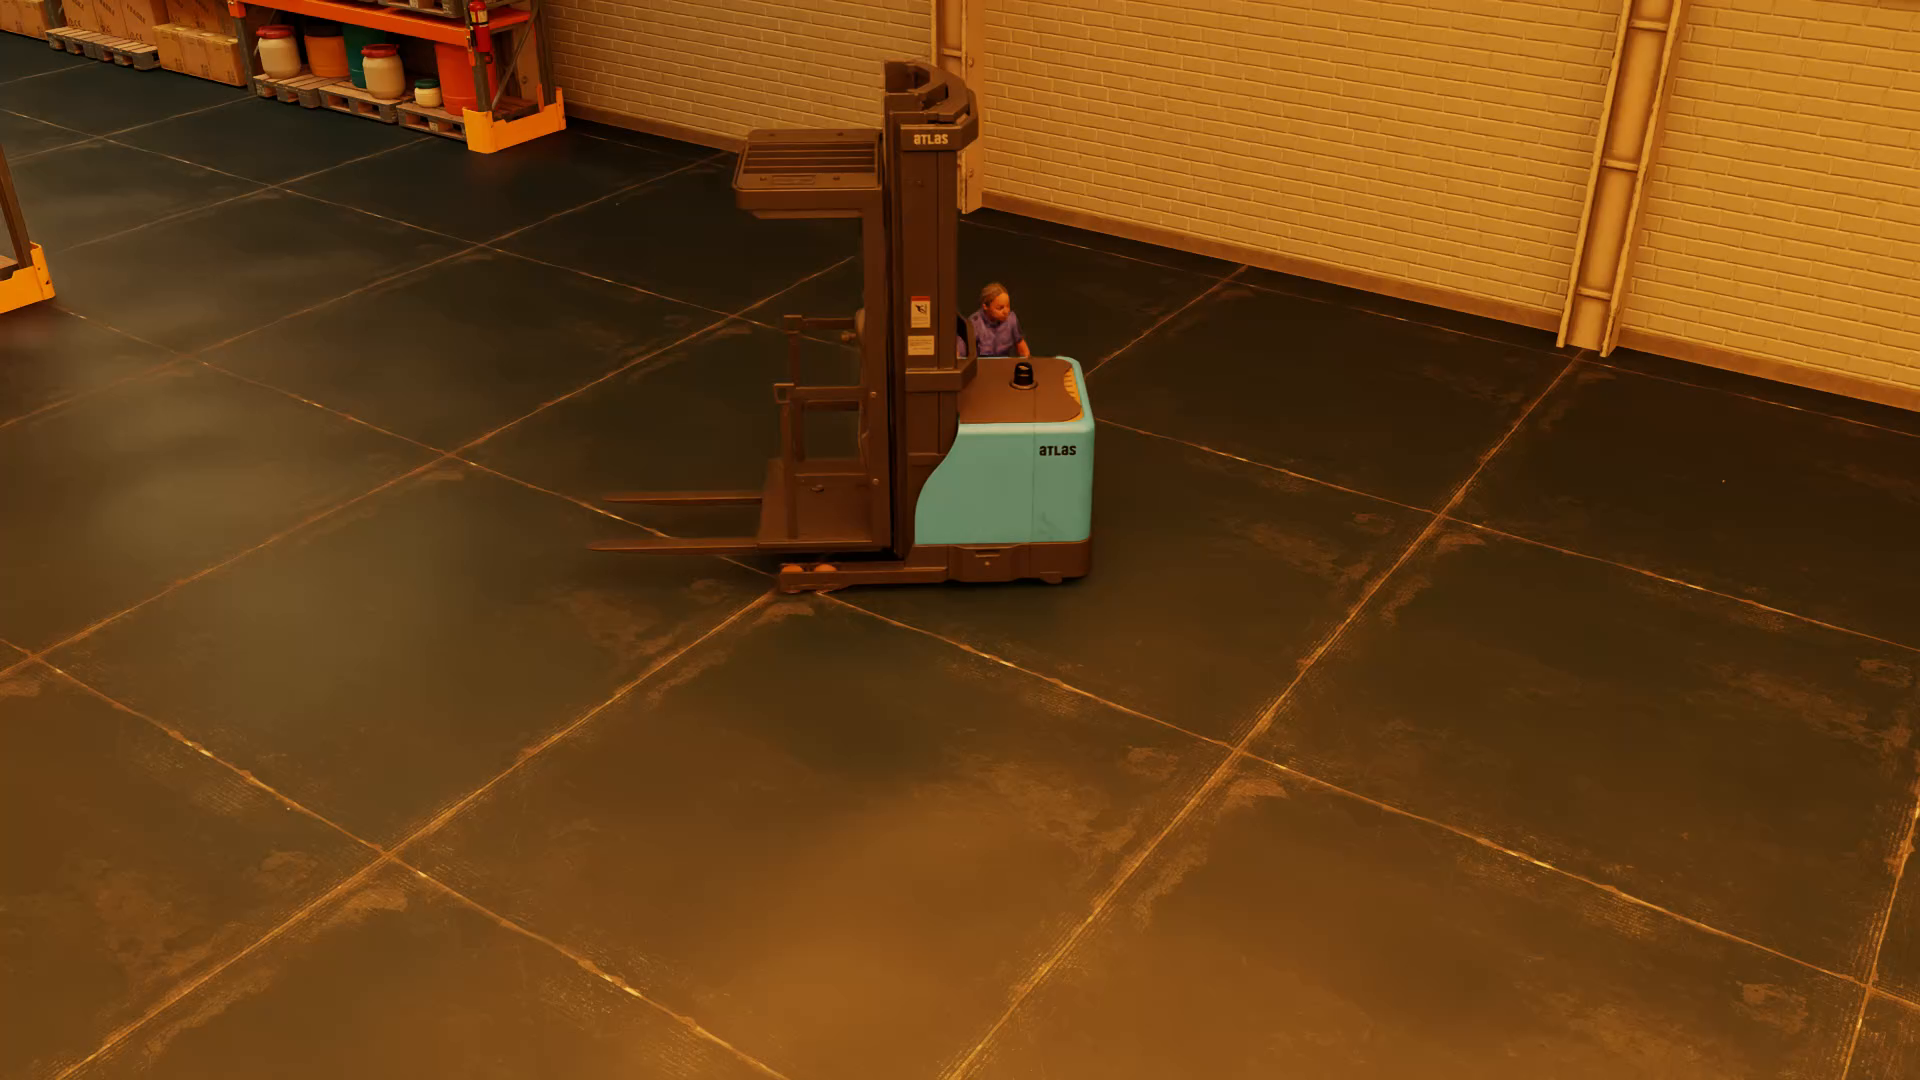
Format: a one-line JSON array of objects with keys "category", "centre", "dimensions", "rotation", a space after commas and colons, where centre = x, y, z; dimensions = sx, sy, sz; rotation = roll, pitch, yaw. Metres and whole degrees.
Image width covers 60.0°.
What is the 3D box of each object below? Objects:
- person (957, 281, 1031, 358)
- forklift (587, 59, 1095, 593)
[{"category": "person", "centre": [0.327, -0.933, 10.631], "dimensions": [0.721, 1.393, 0.800], "rotation": [-25, 39, -36]}, {"category": "forklift", "centre": [-0.738, -1.220, 9.682], "dimensions": [3.031, 2.935, 1.130], "rotation": [-1, 30, -2]}]
